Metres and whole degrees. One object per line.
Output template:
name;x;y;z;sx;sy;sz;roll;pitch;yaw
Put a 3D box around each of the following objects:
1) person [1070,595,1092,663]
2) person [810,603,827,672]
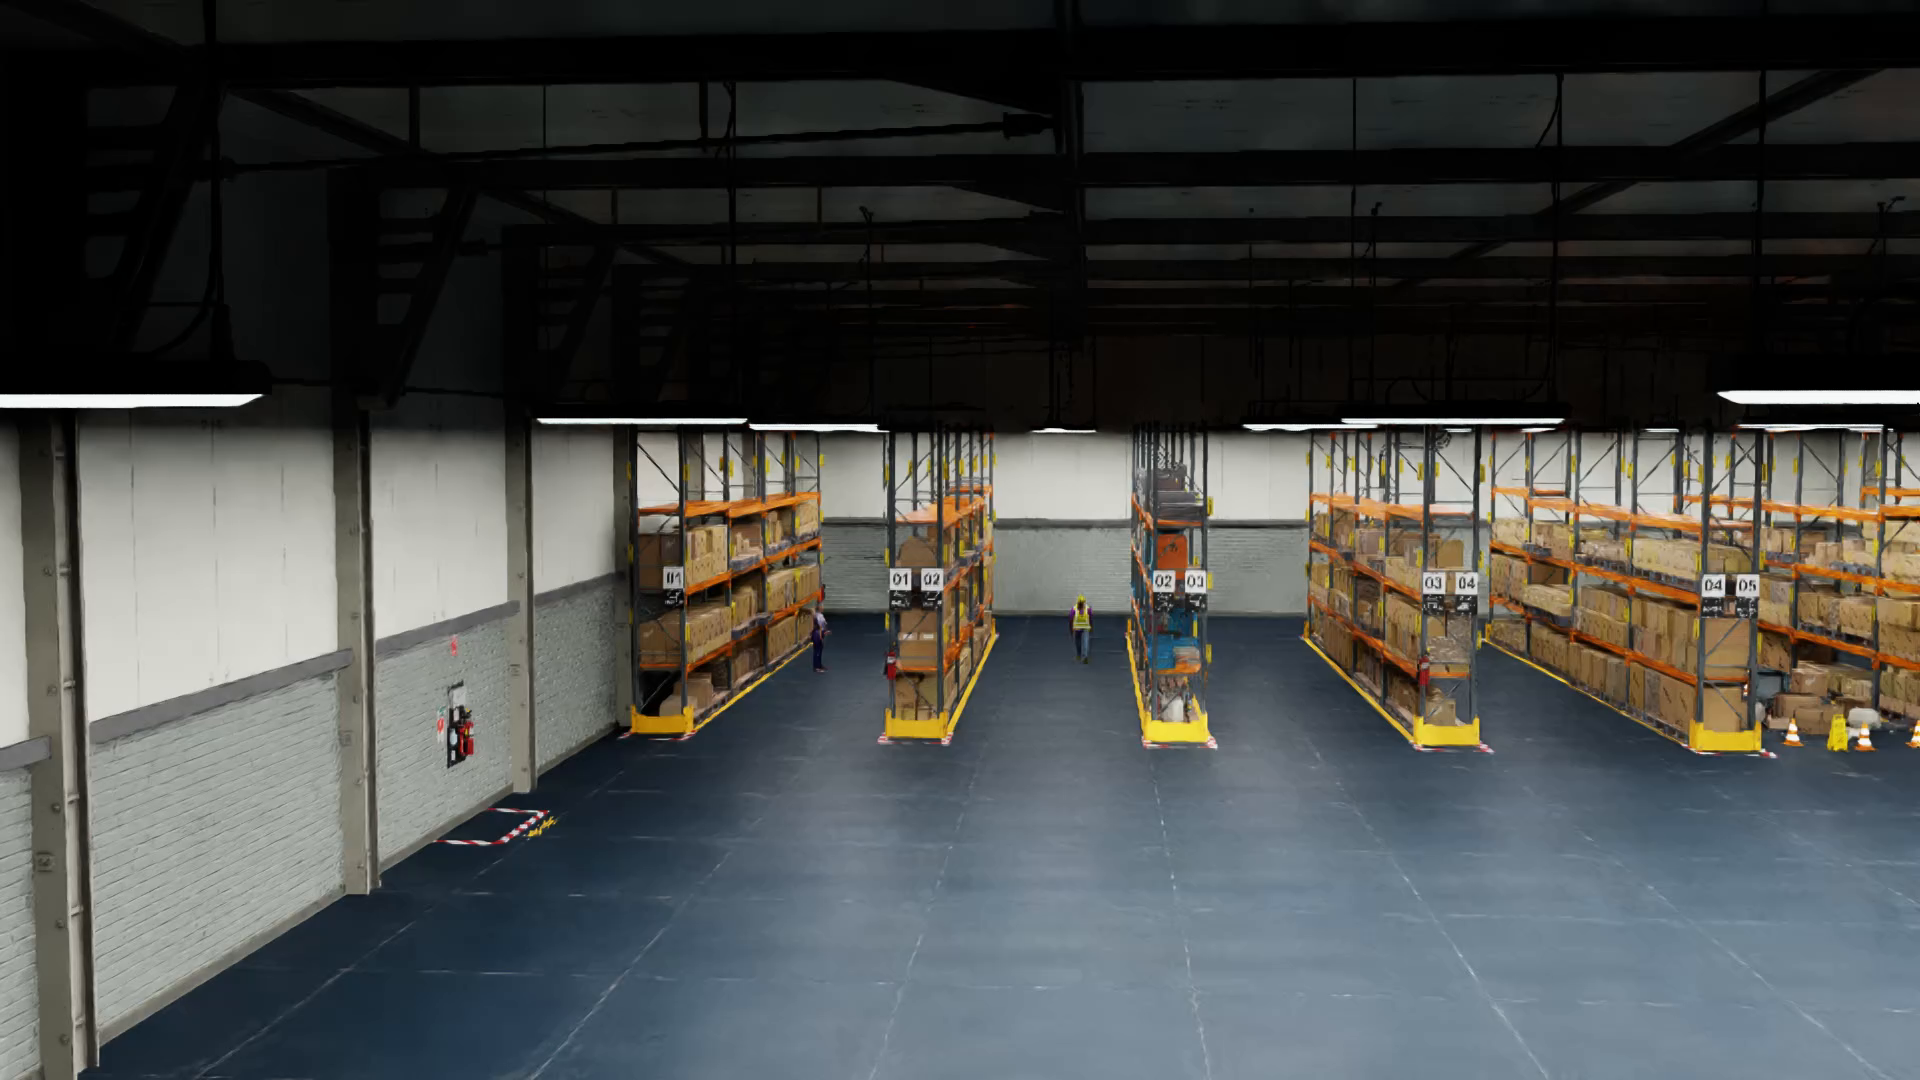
person;3.044;2.217;41.893;0.577;1.691;1.121;0;4;7
person;-3.385;2.340;40.249;0.445;1.657;0.576;-1;4;-18
